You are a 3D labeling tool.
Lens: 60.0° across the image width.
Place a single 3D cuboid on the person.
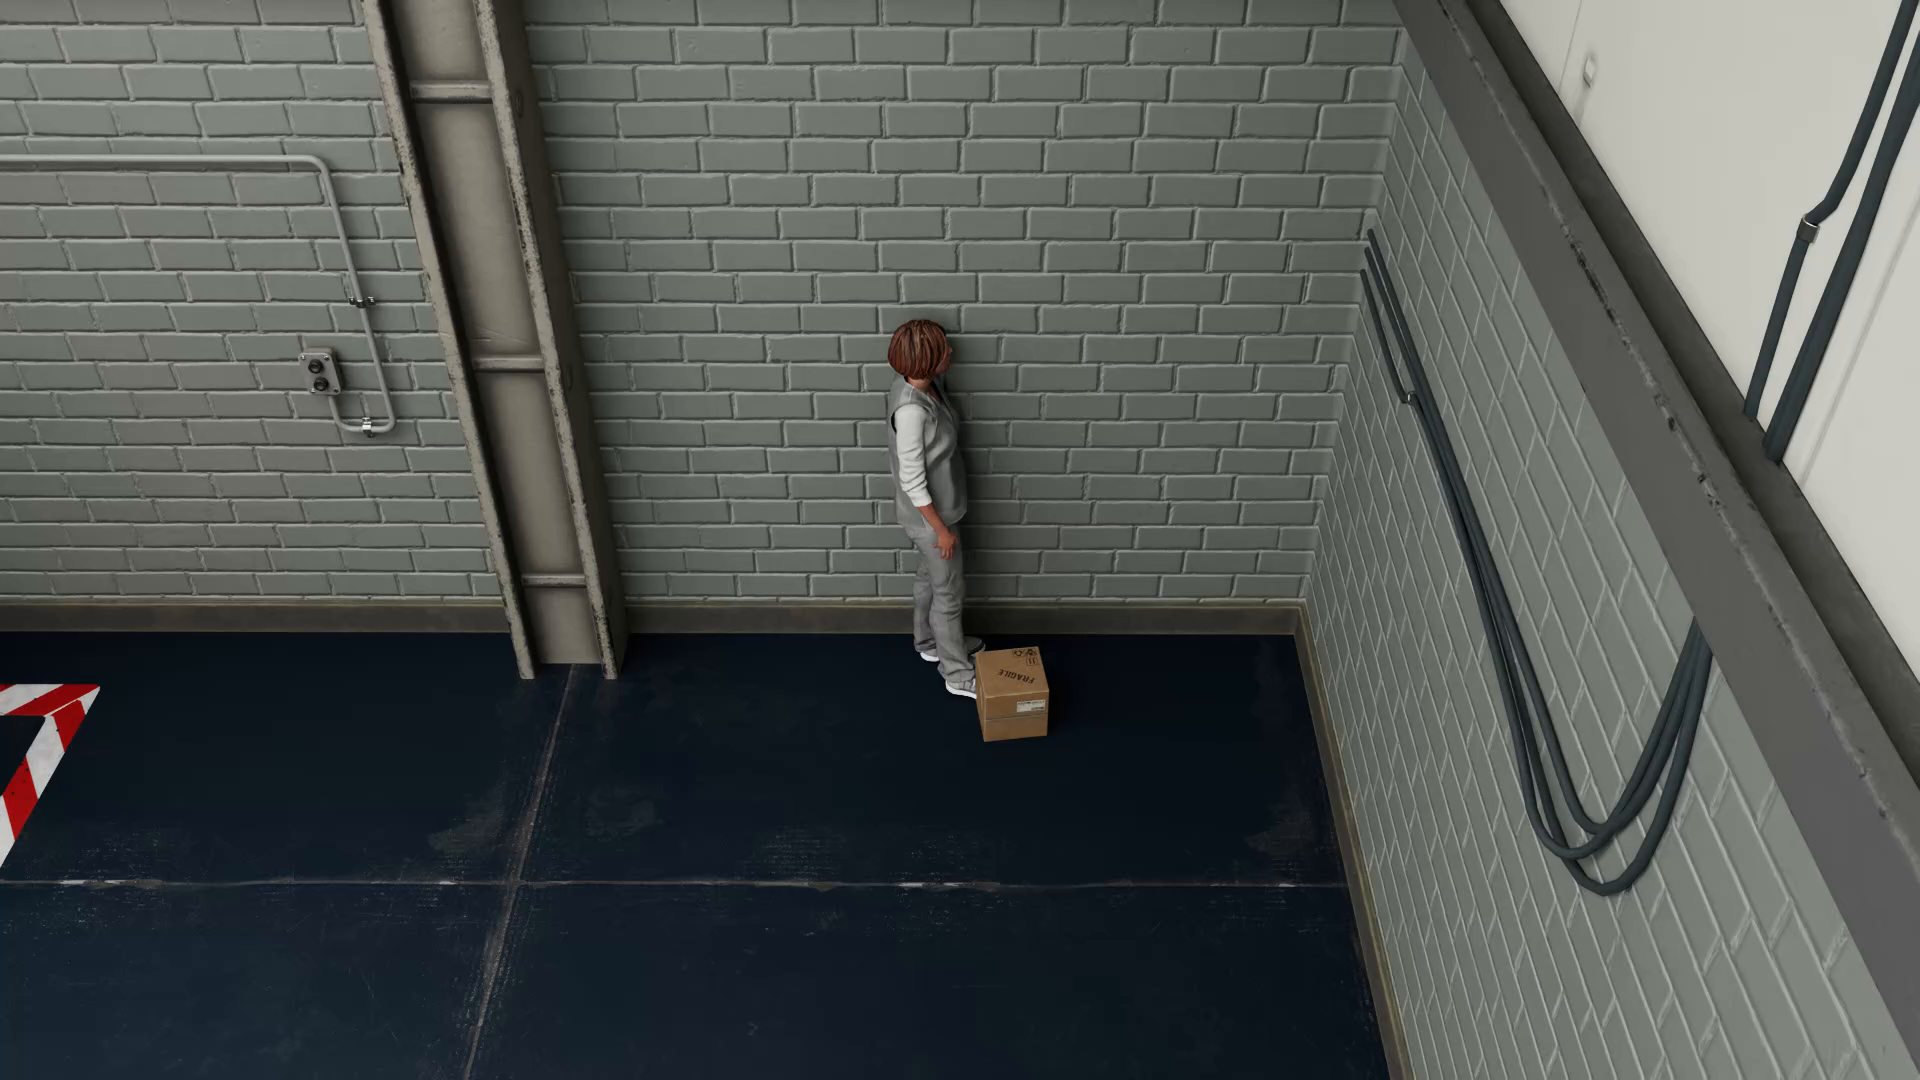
[{"bbox_3d":[-0.030,-0.124,6.296,0.475,1.597,0.520,0,40,0],"label":"person"}]
